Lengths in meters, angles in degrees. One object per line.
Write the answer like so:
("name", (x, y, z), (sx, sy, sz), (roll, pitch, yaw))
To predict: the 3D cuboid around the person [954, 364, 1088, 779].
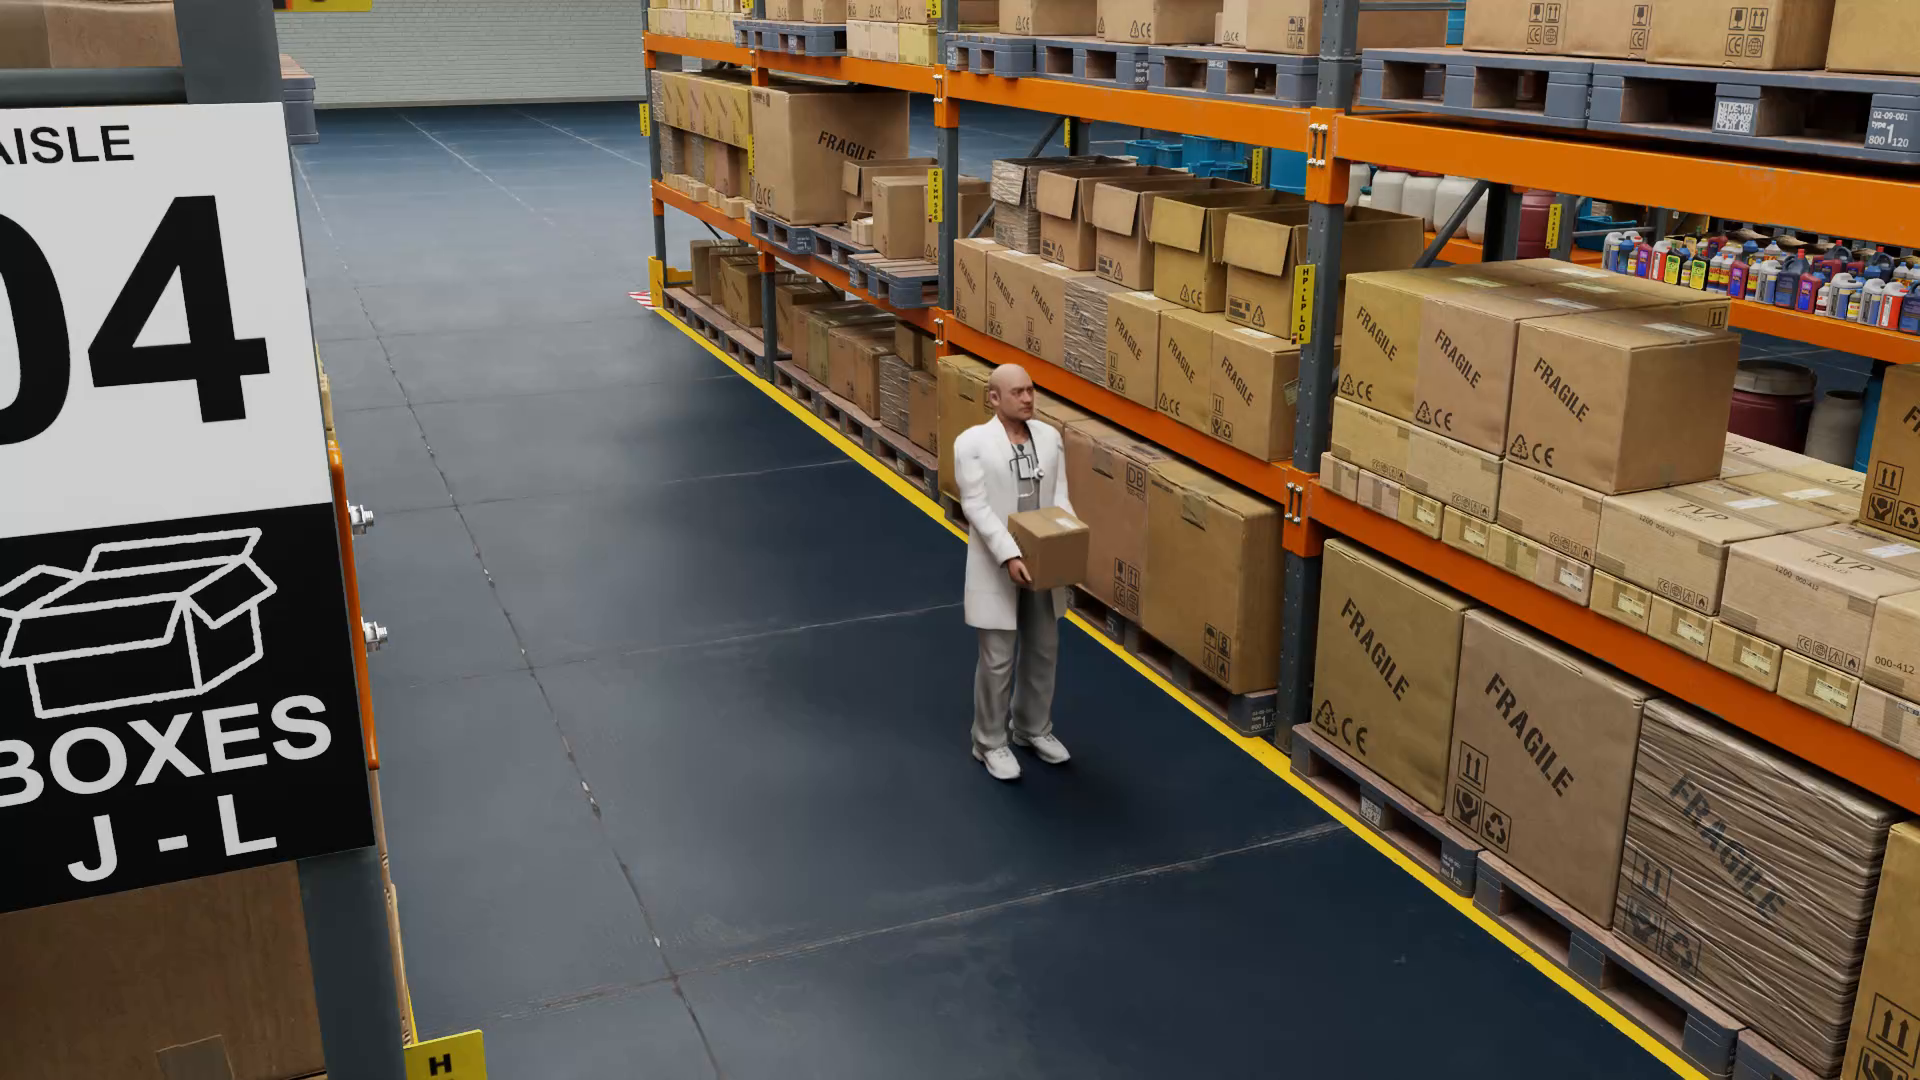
("person", (0.284, 0.149, 7.142), (0.528, 1.773, 0.554), (-10, 21, -27))
